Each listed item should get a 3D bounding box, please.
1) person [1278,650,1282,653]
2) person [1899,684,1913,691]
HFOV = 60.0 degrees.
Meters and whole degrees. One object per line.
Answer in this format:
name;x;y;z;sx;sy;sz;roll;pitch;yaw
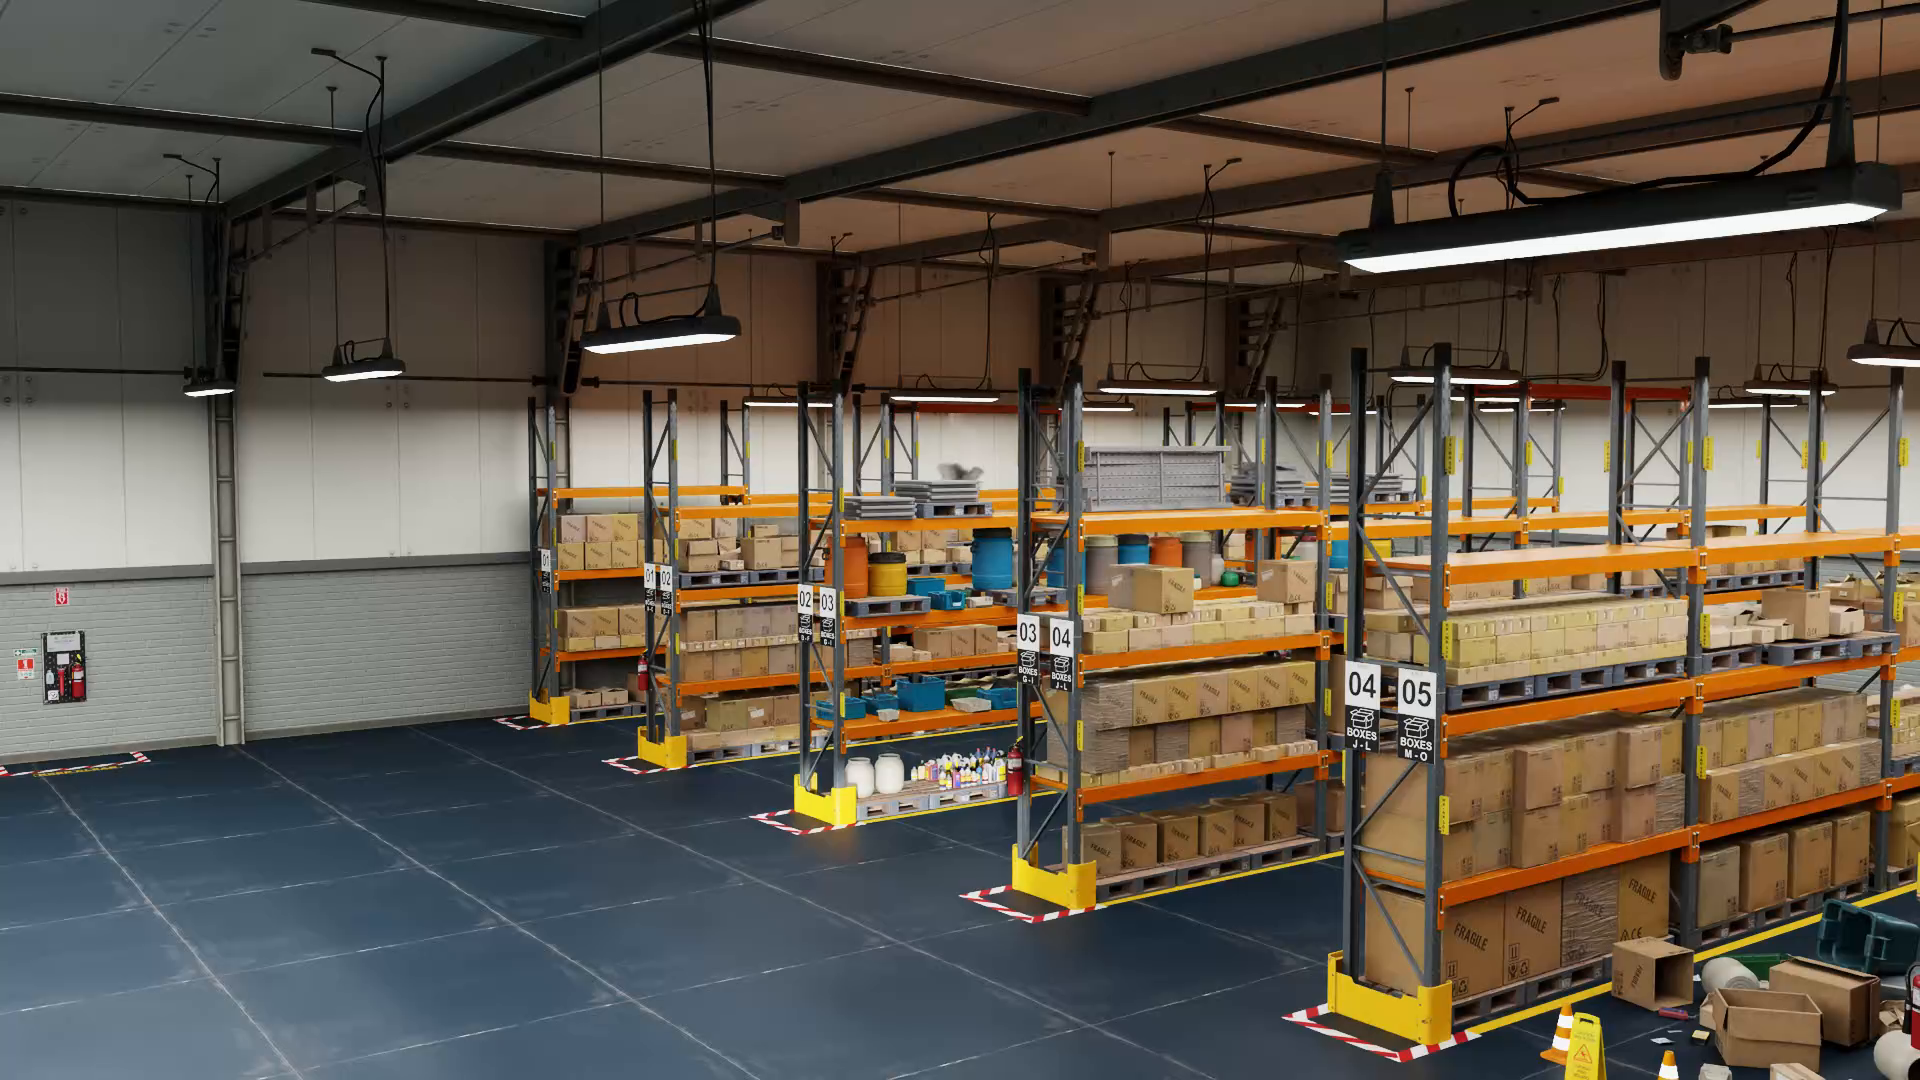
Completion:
person;5.797;2.463;31.688;0.567;1.692;0.797;3;4;39
person;13.870;2.925;24.098;1.029;1.732;0.700;-3;4;-39
